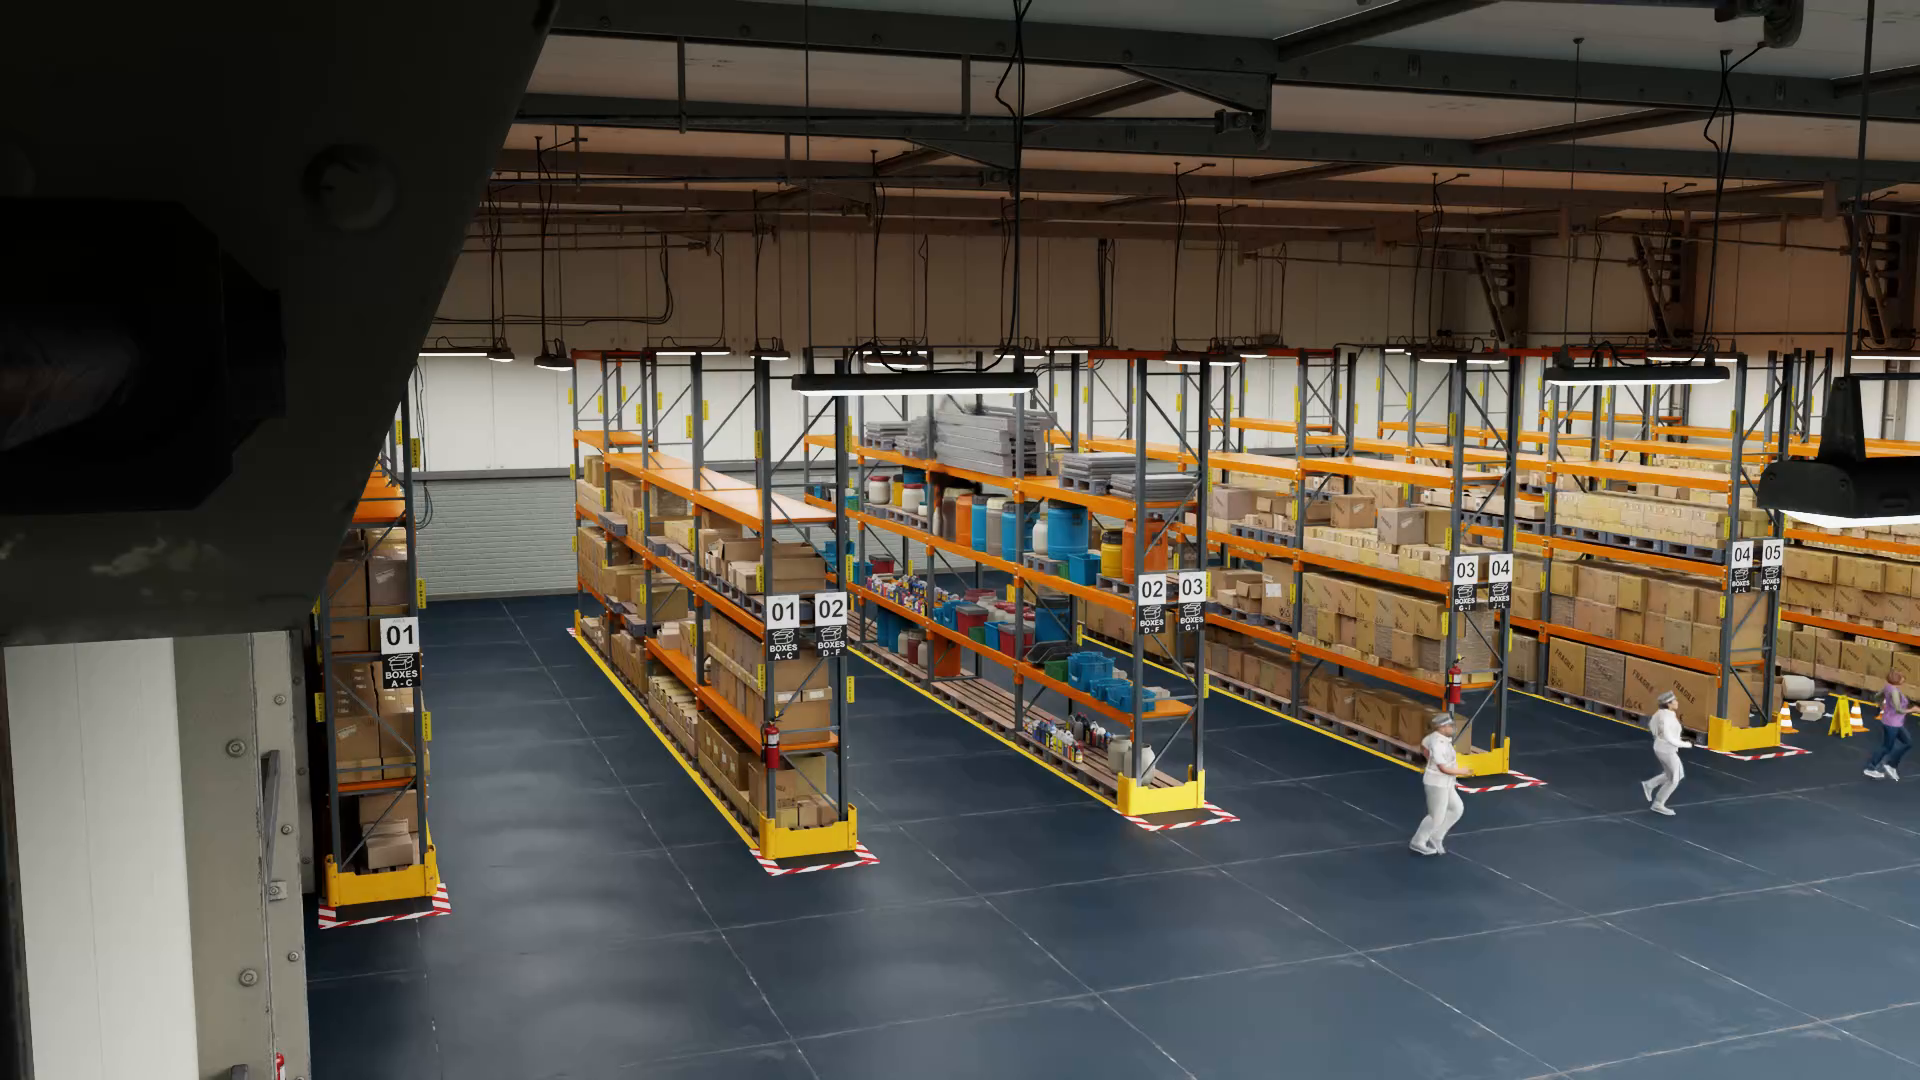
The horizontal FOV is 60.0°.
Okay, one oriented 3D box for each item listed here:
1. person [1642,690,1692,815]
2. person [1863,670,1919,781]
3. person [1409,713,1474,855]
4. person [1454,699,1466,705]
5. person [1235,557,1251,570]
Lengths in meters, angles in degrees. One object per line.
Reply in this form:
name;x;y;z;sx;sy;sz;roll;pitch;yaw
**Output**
person;9.358;2.792;21.942;0.519;1.665;0.658;2;7;13
person;13.188;2.624;23.496;0.672;1.611;0.507;4;8;27
person;5.847;2.977;20.151;0.722;1.824;0.680;2;7;17
person;8.339;1.909;28.585;0.719;1.751;0.965;-5;9;-33
person;7.122;0.204;42.230;0.914;1.773;0.693;-6;9;-39
